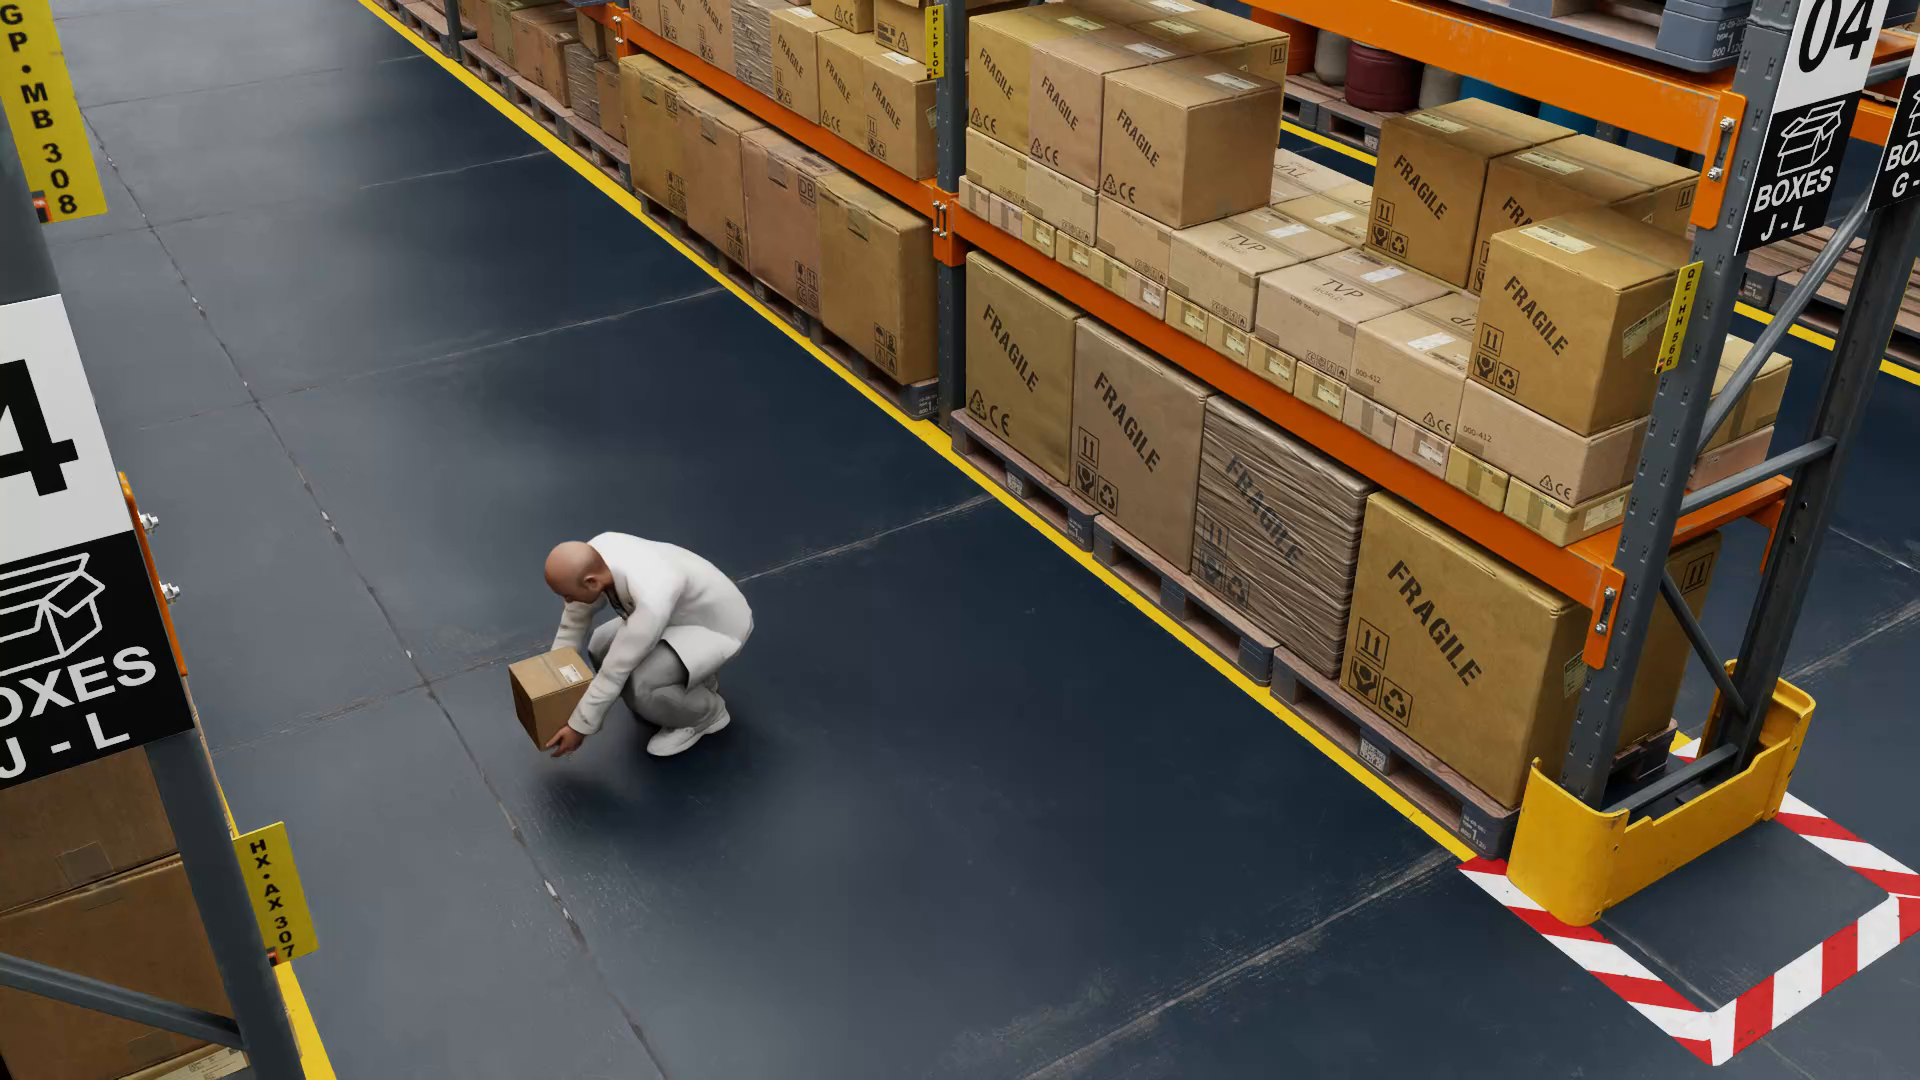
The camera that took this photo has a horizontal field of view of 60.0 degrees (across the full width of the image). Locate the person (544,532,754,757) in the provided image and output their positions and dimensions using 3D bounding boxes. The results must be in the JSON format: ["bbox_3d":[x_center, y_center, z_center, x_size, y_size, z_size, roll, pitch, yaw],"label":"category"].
[{"bbox_3d":[-1.227,0.333,6.329,0.923,0.973,0.584,-20,37,-28],"label":"person"}]
